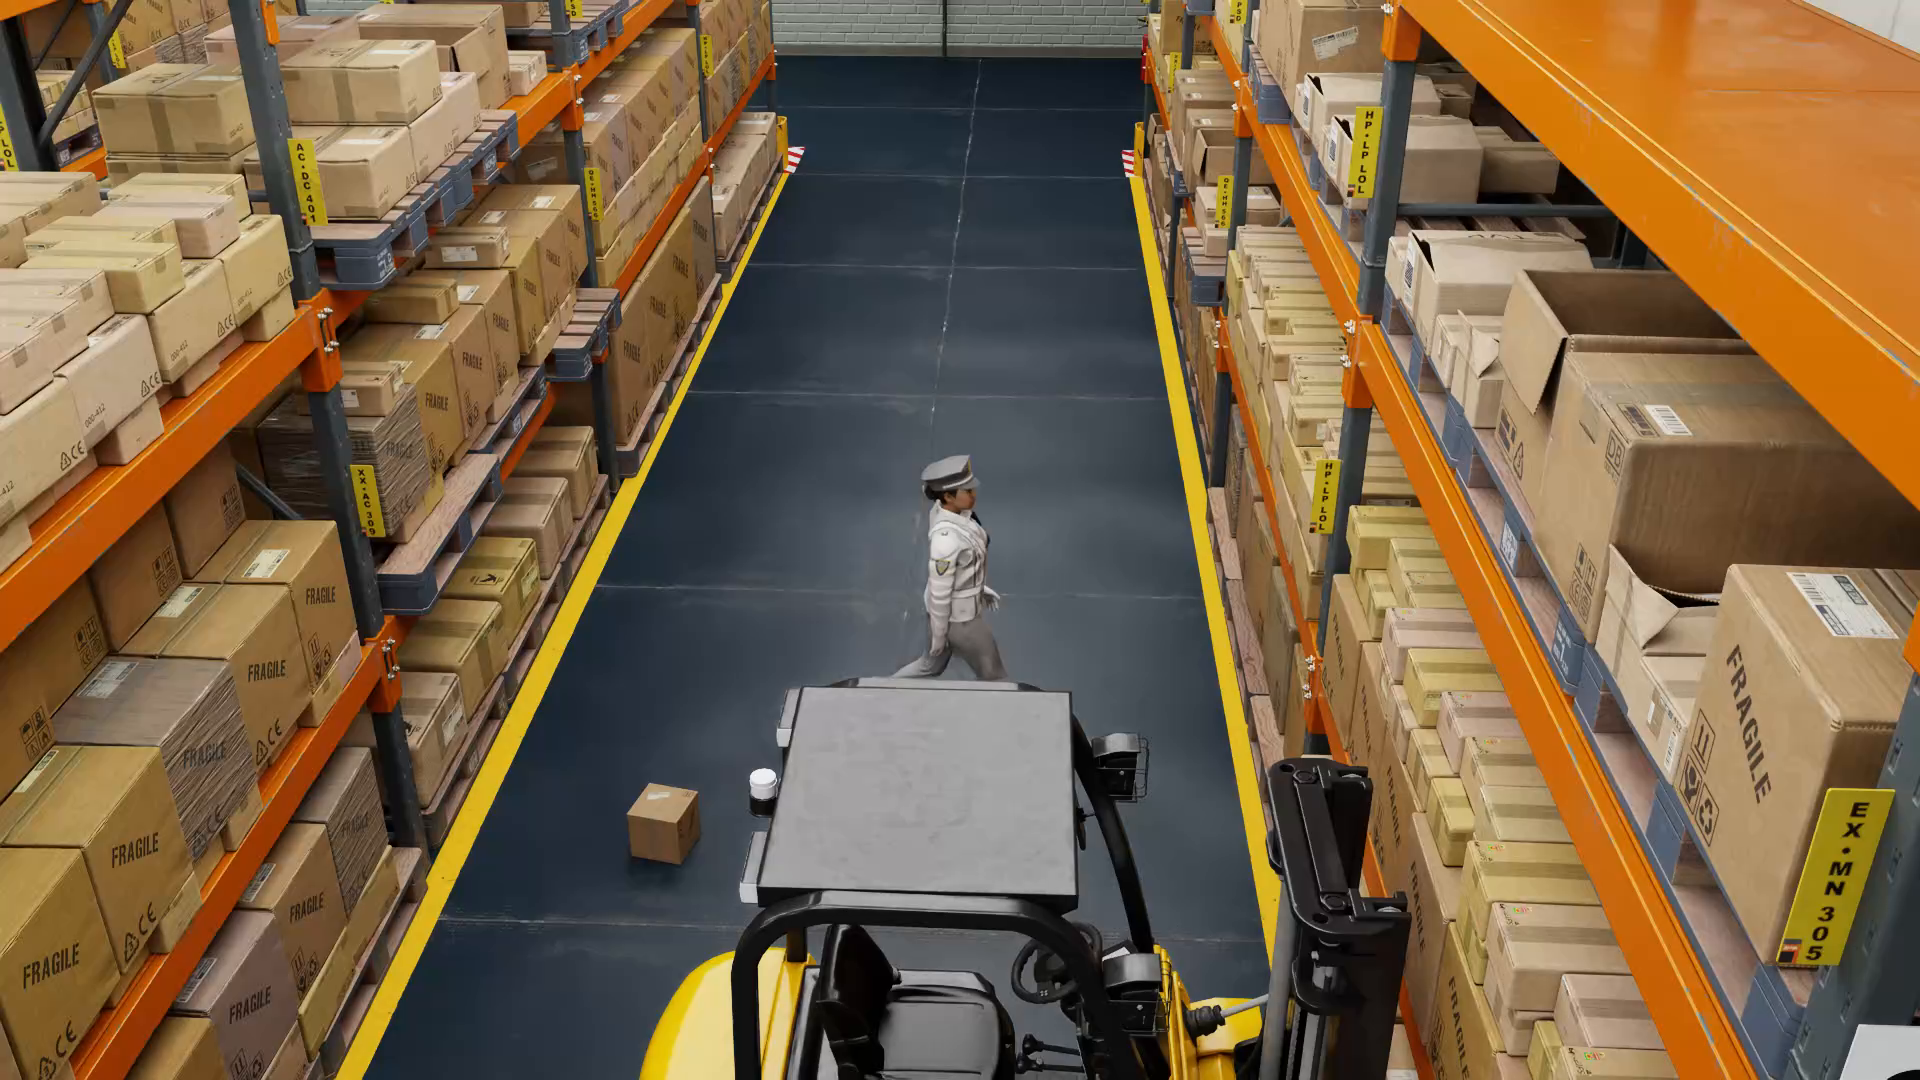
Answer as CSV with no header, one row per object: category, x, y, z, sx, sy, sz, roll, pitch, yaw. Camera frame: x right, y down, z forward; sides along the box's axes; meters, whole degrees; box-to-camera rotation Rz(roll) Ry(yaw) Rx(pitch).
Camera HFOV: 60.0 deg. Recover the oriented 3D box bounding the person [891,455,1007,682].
person,-0.033,0.329,8.191,0.947,1.644,0.478,-2,28,-4
